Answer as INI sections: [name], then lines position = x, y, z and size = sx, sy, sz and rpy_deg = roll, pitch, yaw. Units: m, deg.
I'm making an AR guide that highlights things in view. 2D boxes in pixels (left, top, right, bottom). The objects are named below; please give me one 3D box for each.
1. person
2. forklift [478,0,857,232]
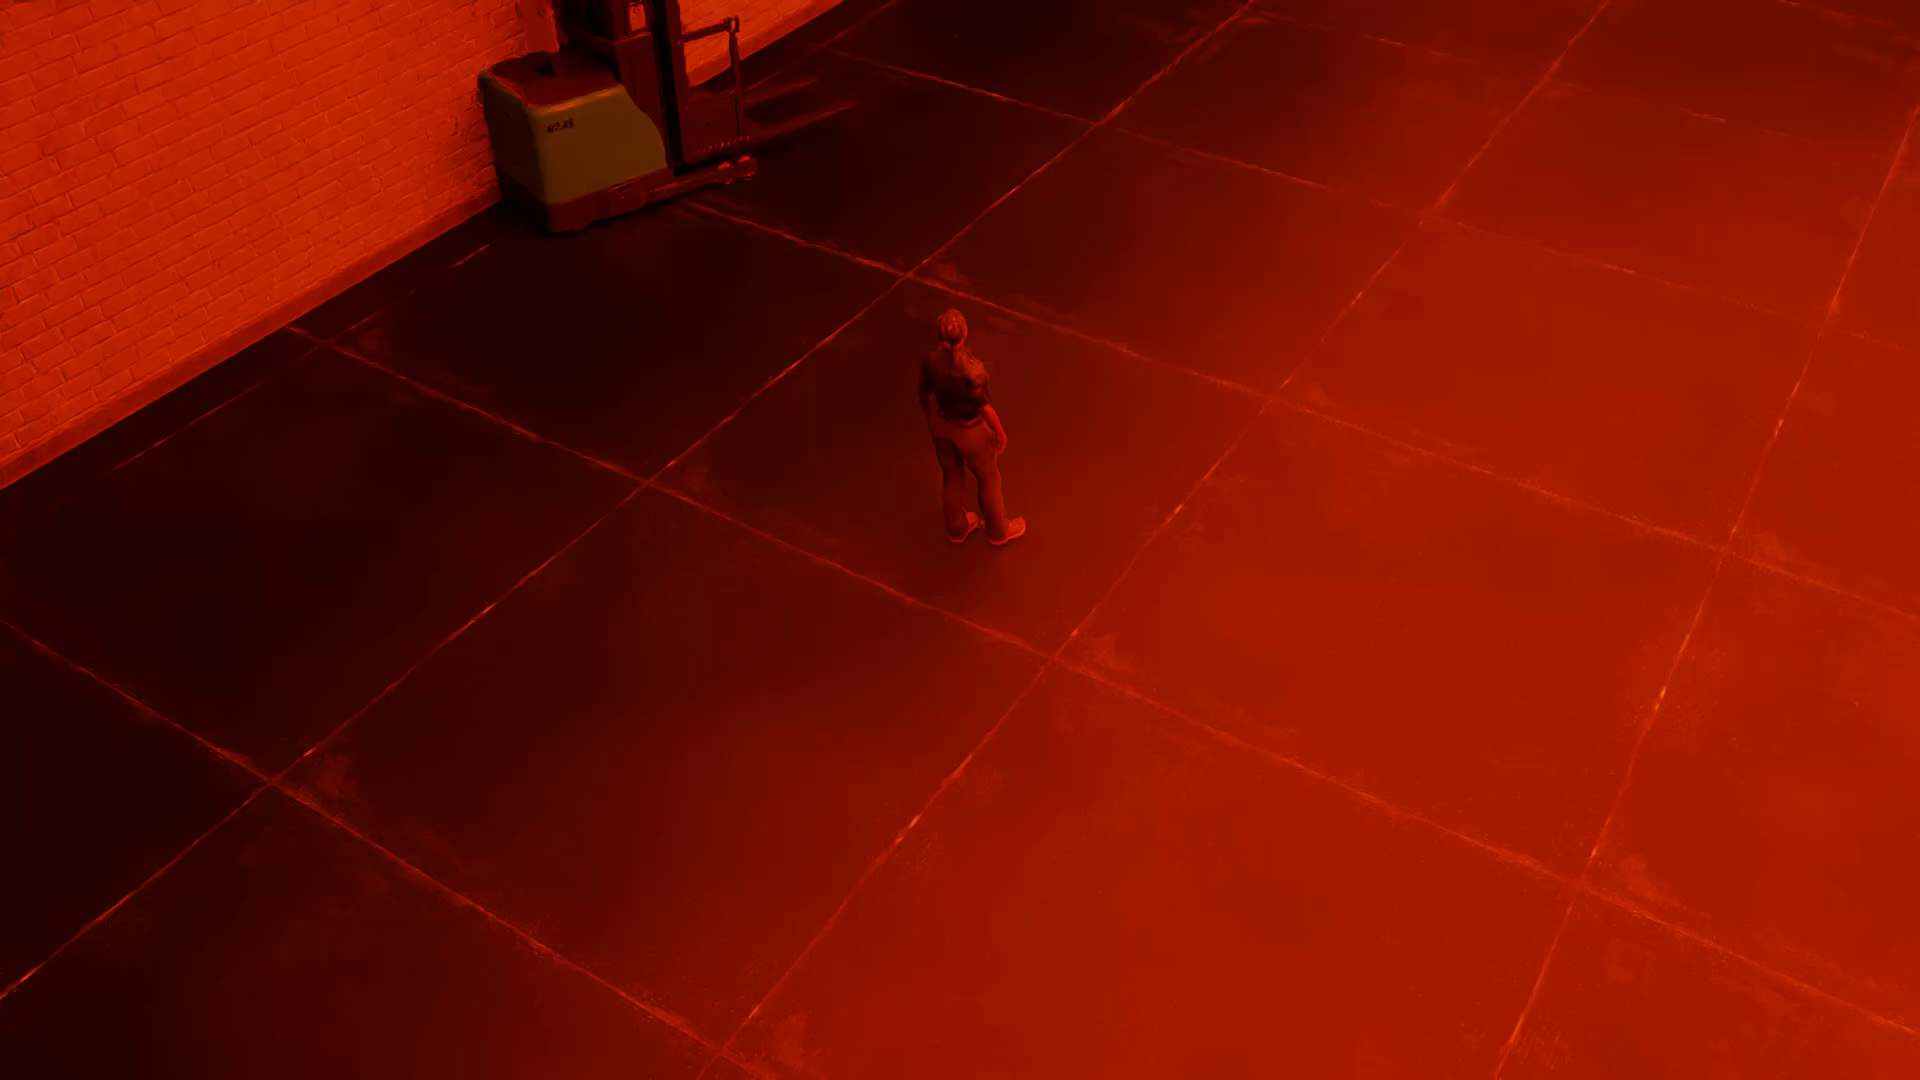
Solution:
[person]
position = 0.063, -0.673, 9.747
size = 0.570, 1.642, 0.503
rpy_deg = 22, 45, 24
[forklift]
position = -2.291, -4.296, 13.036
size = 3.031, 2.935, 1.130
rpy_deg = -26, 47, -28
